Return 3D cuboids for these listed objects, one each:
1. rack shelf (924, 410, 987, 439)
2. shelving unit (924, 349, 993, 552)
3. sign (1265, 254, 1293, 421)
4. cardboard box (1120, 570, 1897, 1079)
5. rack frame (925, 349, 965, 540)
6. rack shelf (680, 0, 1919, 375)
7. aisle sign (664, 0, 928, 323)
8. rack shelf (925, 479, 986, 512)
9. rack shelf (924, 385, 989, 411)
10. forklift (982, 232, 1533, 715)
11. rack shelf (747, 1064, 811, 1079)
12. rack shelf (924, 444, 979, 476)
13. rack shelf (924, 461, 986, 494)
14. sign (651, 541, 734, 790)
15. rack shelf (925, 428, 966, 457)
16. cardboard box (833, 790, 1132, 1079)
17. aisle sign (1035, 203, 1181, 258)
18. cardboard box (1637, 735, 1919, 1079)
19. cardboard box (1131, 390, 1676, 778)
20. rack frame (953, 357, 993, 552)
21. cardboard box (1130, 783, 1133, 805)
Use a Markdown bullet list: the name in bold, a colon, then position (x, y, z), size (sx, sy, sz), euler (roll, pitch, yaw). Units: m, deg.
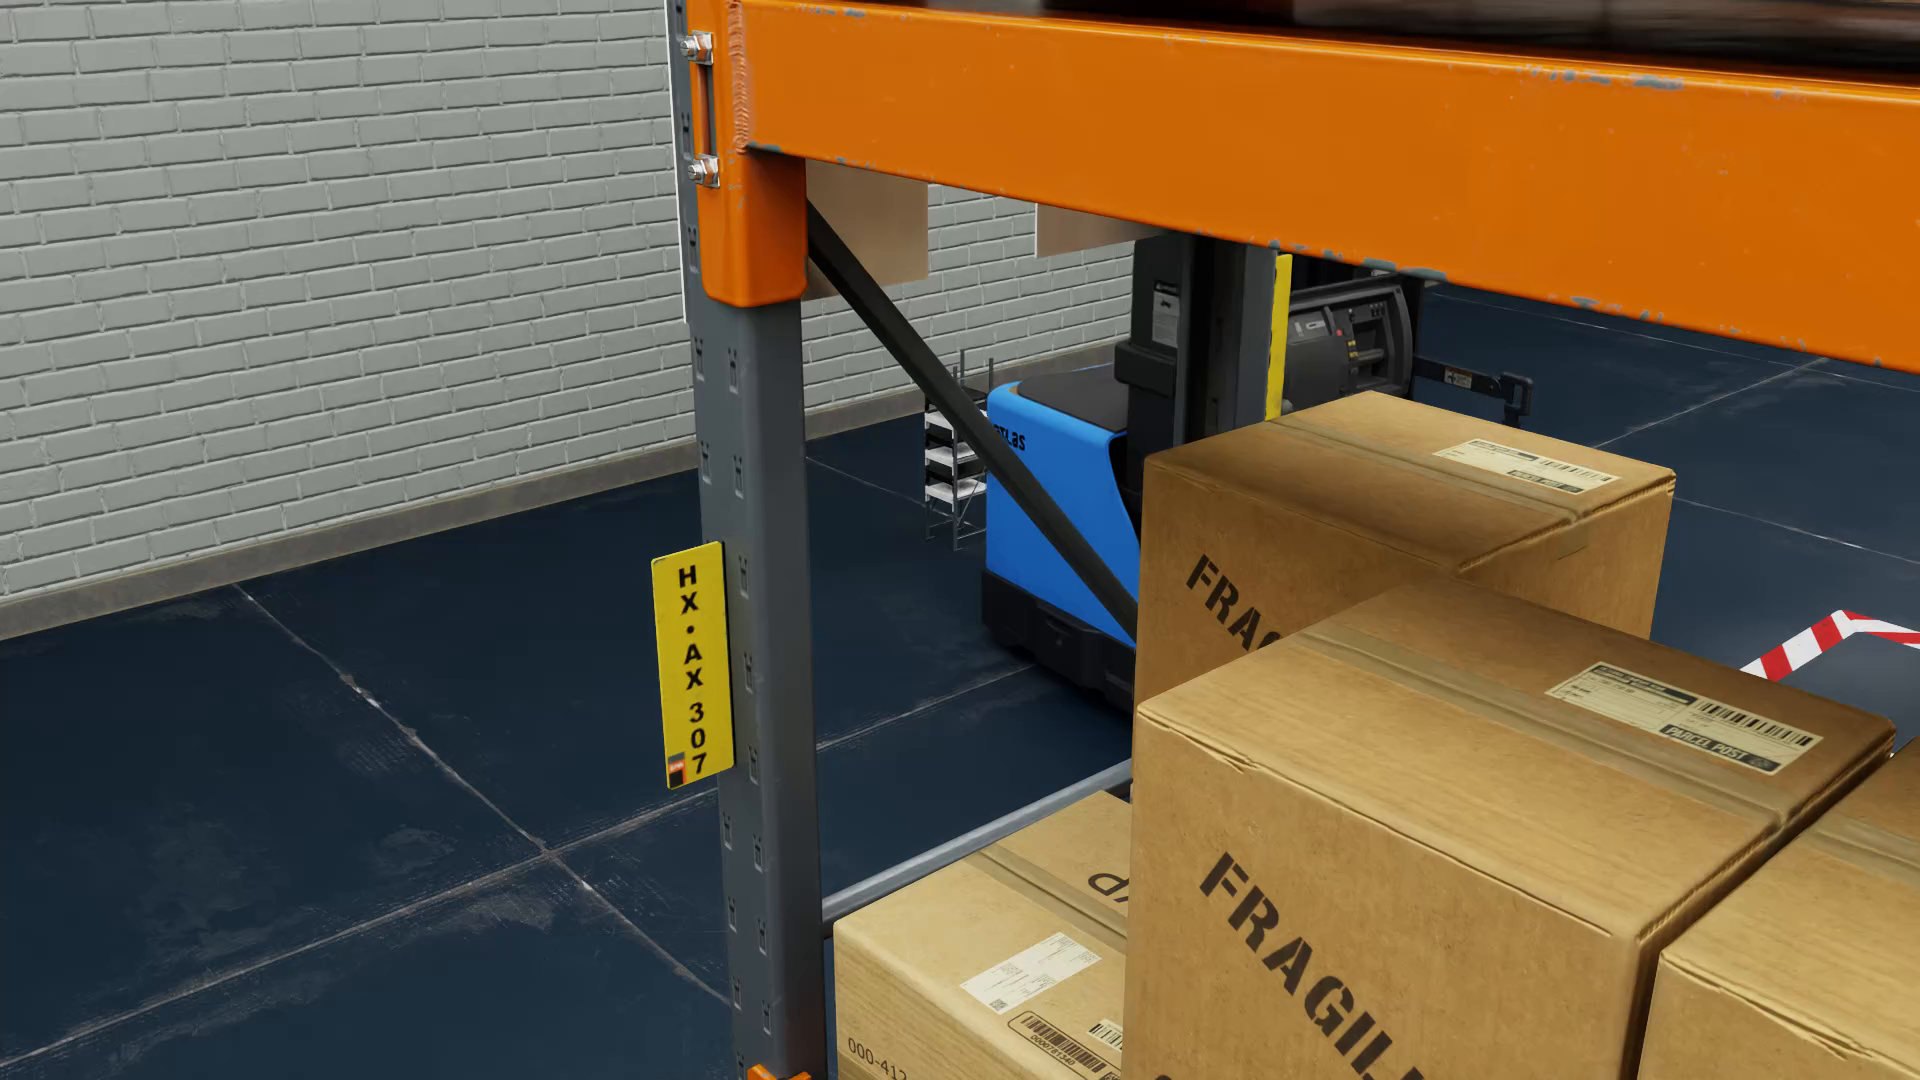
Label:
- **rack shelf**: position (-0.005, -0.558, 7.772), size (0.258, 0.077, 0.200), euler (-17, 27, -37)
- **shelving unit**: position (-0.005, -0.421, 7.826), size (0.258, 0.900, 0.210), euler (-17, 27, -37)
- **sign**: position (0.500, -0.300, 2.725), size (0.100, 0.325, 0.005), euler (-17, 27, -37)
- **cardboard box**: position (0.515, 0.392, 1.641), size (0.500, 0.500, 0.500), euler (-18, 28, -39)
- **rack frame**: position (-0.072, -0.449, 7.897), size (0.240, 0.900, 0.006), euler (-17, 27, -37)
- **rack shelf**: position (1.385, -0.035, 0.833), size (1.077, 0.370, 4.000), euler (-17, 27, -37)
- **aisle sign**: position (-0.194, -0.685, 2.054), size (0.394, 0.787, 0.004), euler (-17, 27, -37)
- **rack shelf**: position (-0.005, -0.223, 7.903), size (0.258, 0.077, 0.200), euler (-17, 27, -37)
- **rack shelf**: position (-0.005, -0.642, 7.739), size (0.258, 0.077, 0.200), euler (-17, 27, -37)
- **forklift**: position (1.346, -0.633, 5.582), size (1.130, 2.935, 3.031), euler (-14, 26, -32)
- **rack shelf**: position (1.385, 1.362, 1.380), size (1.077, 0.370, 4.000), euler (-17, 27, -37)
- **rack shelf**: position (-0.005, -0.390, 7.838), size (0.258, 0.077, 0.200), euler (-17, 27, -37)
- **rack shelf**: position (-0.005, -0.306, 7.871), size (0.258, 0.077, 0.200), euler (-17, 27, -37)
- **sign**: position (-0.345, 0.165, 2.154), size (0.100, 0.325, 0.005), euler (-17, 27, -37)
- **rack shelf**: position (-0.005, -0.474, 7.805), size (0.258, 0.077, 0.200), euler (-17, 27, -37)
- **cardboard box**: position (0.189, 0.603, 2.130), size (0.500, 0.250, 0.500), euler (-18, 28, -39)
- **aisle sign**: position (0.260, -0.827, 2.419), size (0.394, 0.787, 0.004), euler (-17, 27, -37)
- **cardboard box**: position (0.858, 0.533, 1.279), size (0.500, 0.500, 0.500), euler (-18, 28, -39)
- **cardboard box**: position (0.597, 0.129, 2.312), size (0.500, 0.500, 0.500), euler (-17, 27, -37)
- **rack frame**: position (0.061, -0.393, 7.754), size (0.240, 0.900, 0.006), euler (-17, 27, -37)
- **cardboard box**: position (0.597, 0.476, 2.452), size (0.500, 0.250, 0.500), euler (-18, 28, -38)
